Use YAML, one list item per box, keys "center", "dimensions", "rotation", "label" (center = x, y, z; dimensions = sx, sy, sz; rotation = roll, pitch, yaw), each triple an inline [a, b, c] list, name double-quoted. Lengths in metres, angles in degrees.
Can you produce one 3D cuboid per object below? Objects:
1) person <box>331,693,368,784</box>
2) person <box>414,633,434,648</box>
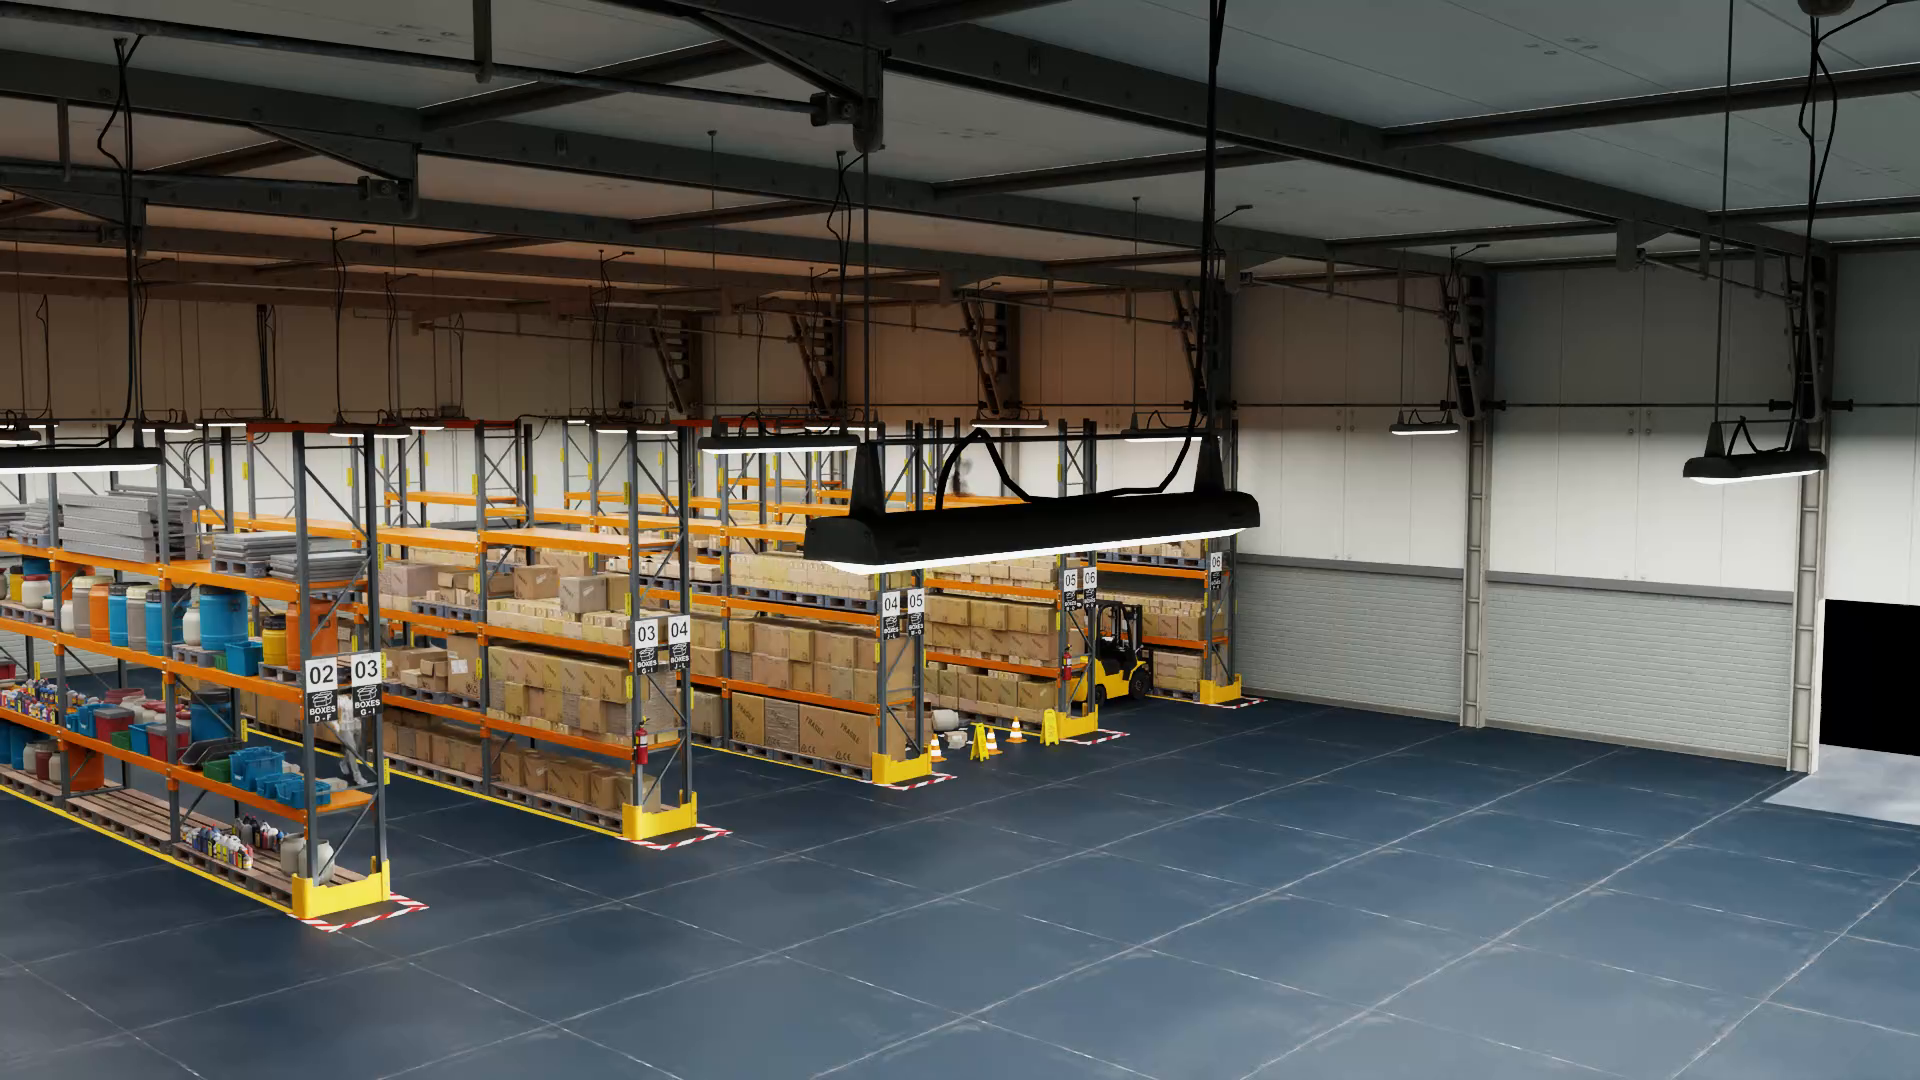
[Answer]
- center: [-10.203, 3.188, 27.851]
  dimensions: [0.940, 1.681, 0.611]
  rotation: [4, 6, 37]
  label: "person"
- center: [-13.117, 2.162, 40.239]
  dimensions: [0.889, 1.785, 0.742]
  rotation: [0, 5, 1]
  label: "person"
